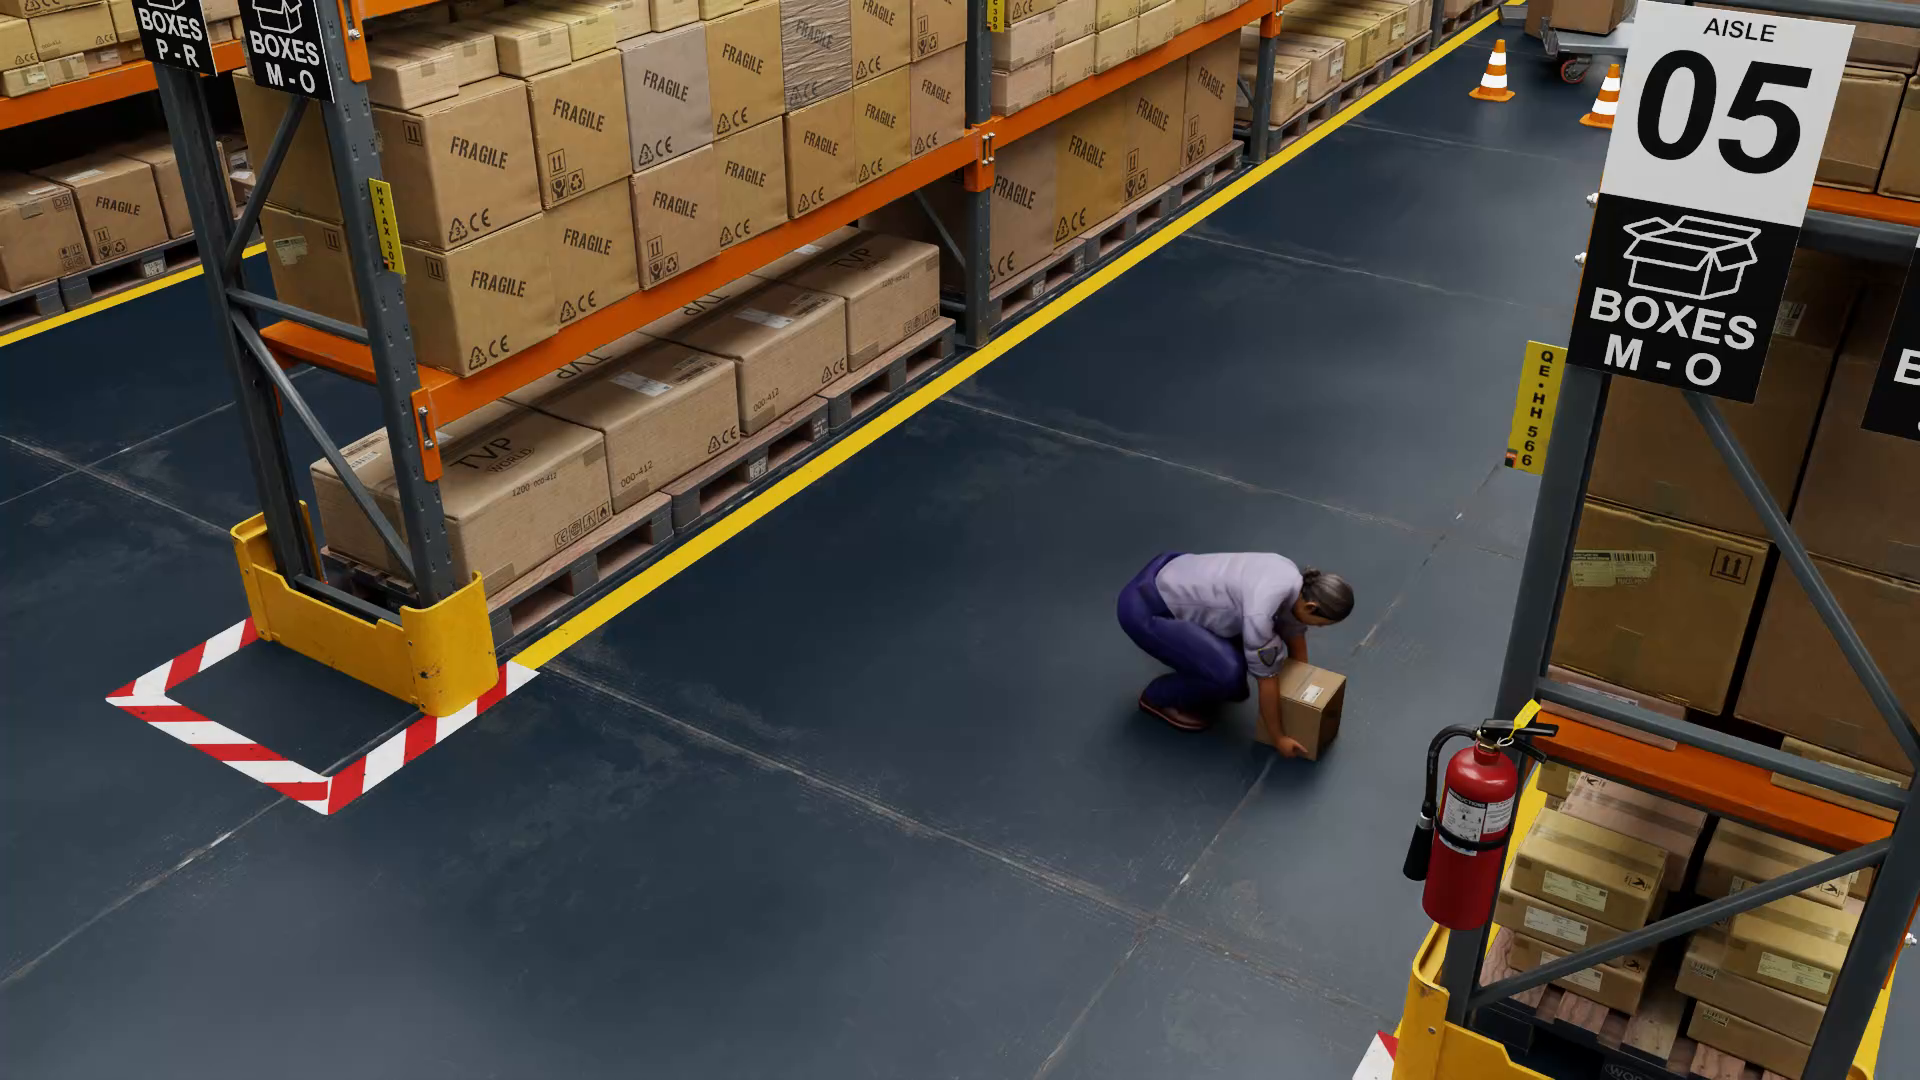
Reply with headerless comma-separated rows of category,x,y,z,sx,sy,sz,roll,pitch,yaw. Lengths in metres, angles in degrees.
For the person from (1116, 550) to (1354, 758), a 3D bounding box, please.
person,1.049,0.375,6.428,0.878,0.755,0.496,17,35,26
